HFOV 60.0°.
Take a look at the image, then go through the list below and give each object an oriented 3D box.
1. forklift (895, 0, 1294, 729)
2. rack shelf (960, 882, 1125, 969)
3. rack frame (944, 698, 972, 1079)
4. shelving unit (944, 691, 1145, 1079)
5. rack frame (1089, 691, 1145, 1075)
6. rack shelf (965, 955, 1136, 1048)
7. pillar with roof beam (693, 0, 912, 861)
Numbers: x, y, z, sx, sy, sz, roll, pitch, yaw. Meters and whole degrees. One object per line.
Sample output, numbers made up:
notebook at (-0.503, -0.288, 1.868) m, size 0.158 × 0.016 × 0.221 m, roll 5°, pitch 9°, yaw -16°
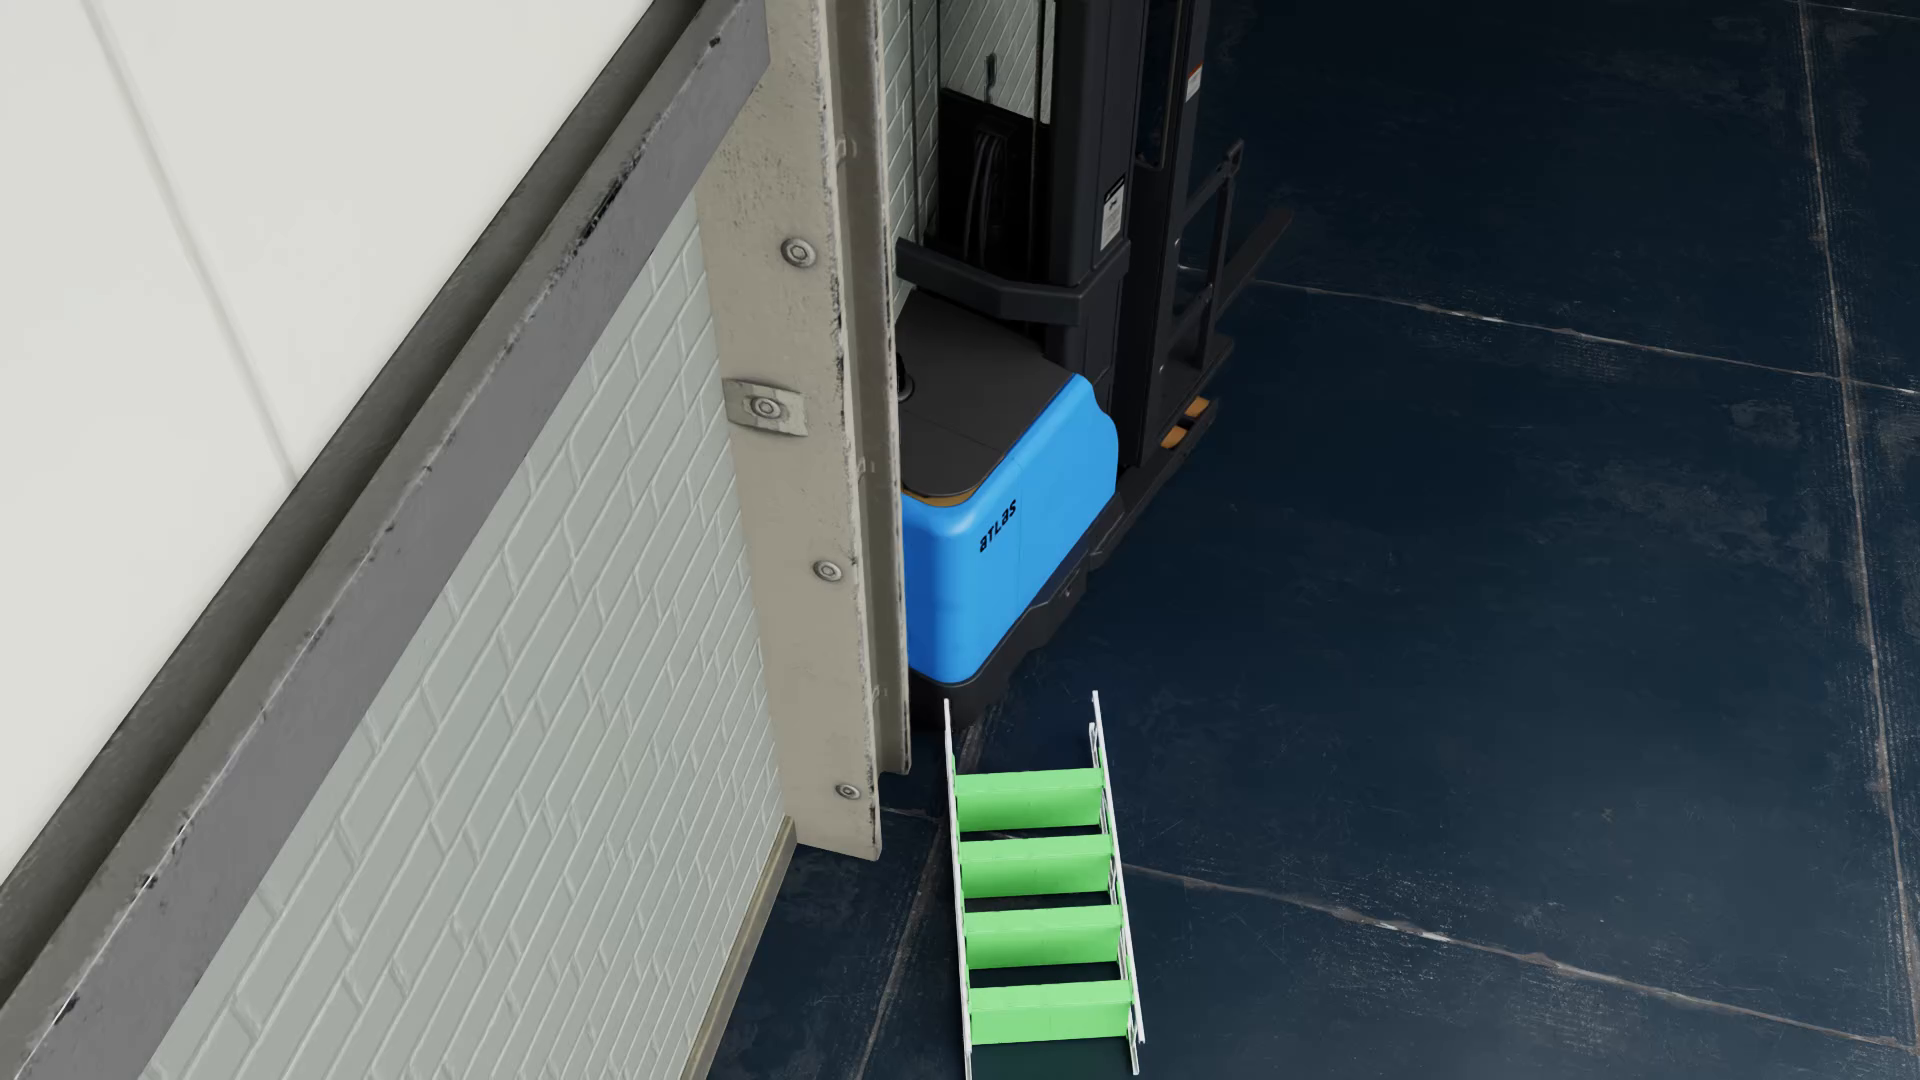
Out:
forklift at (0.364, -1.425, 5.553) m, size 1.130 × 2.935 × 3.031 m, roll 25°, pitch 53°, yaw 21°
rack shelf at (0.245, 1.173, 5.032) m, size 0.480 × 0.258 × 0.148 m, roll -3°, pitch 50°, yaw -2°
rack frame at (-0.009, 1.052, 5.138) m, size 0.015 × 0.240 × 1.200 m, roll -3°, pitch 50°, yaw -2°
shelving unit at (0.234, 1.040, 5.146) m, size 0.503 × 0.258 × 1.200 m, roll -3°, pitch 50°, yaw -2°
rack frame at (0.478, 1.028, 5.153) m, size 0.015 × 0.240 × 1.200 m, roll -3°, pitch 50°, yaw -2°
rack shelf at (0.258, 1.356, 4.876) m, size 0.480 × 0.258 × 0.148 m, roll -3°, pitch 50°, yaw -2°
pillar with roof beam at (3.791, -1.270, 1.369) m, size 9.100 × 9.000 × 0.400 m, roll 12°, pitch 50°, yaw 10°
